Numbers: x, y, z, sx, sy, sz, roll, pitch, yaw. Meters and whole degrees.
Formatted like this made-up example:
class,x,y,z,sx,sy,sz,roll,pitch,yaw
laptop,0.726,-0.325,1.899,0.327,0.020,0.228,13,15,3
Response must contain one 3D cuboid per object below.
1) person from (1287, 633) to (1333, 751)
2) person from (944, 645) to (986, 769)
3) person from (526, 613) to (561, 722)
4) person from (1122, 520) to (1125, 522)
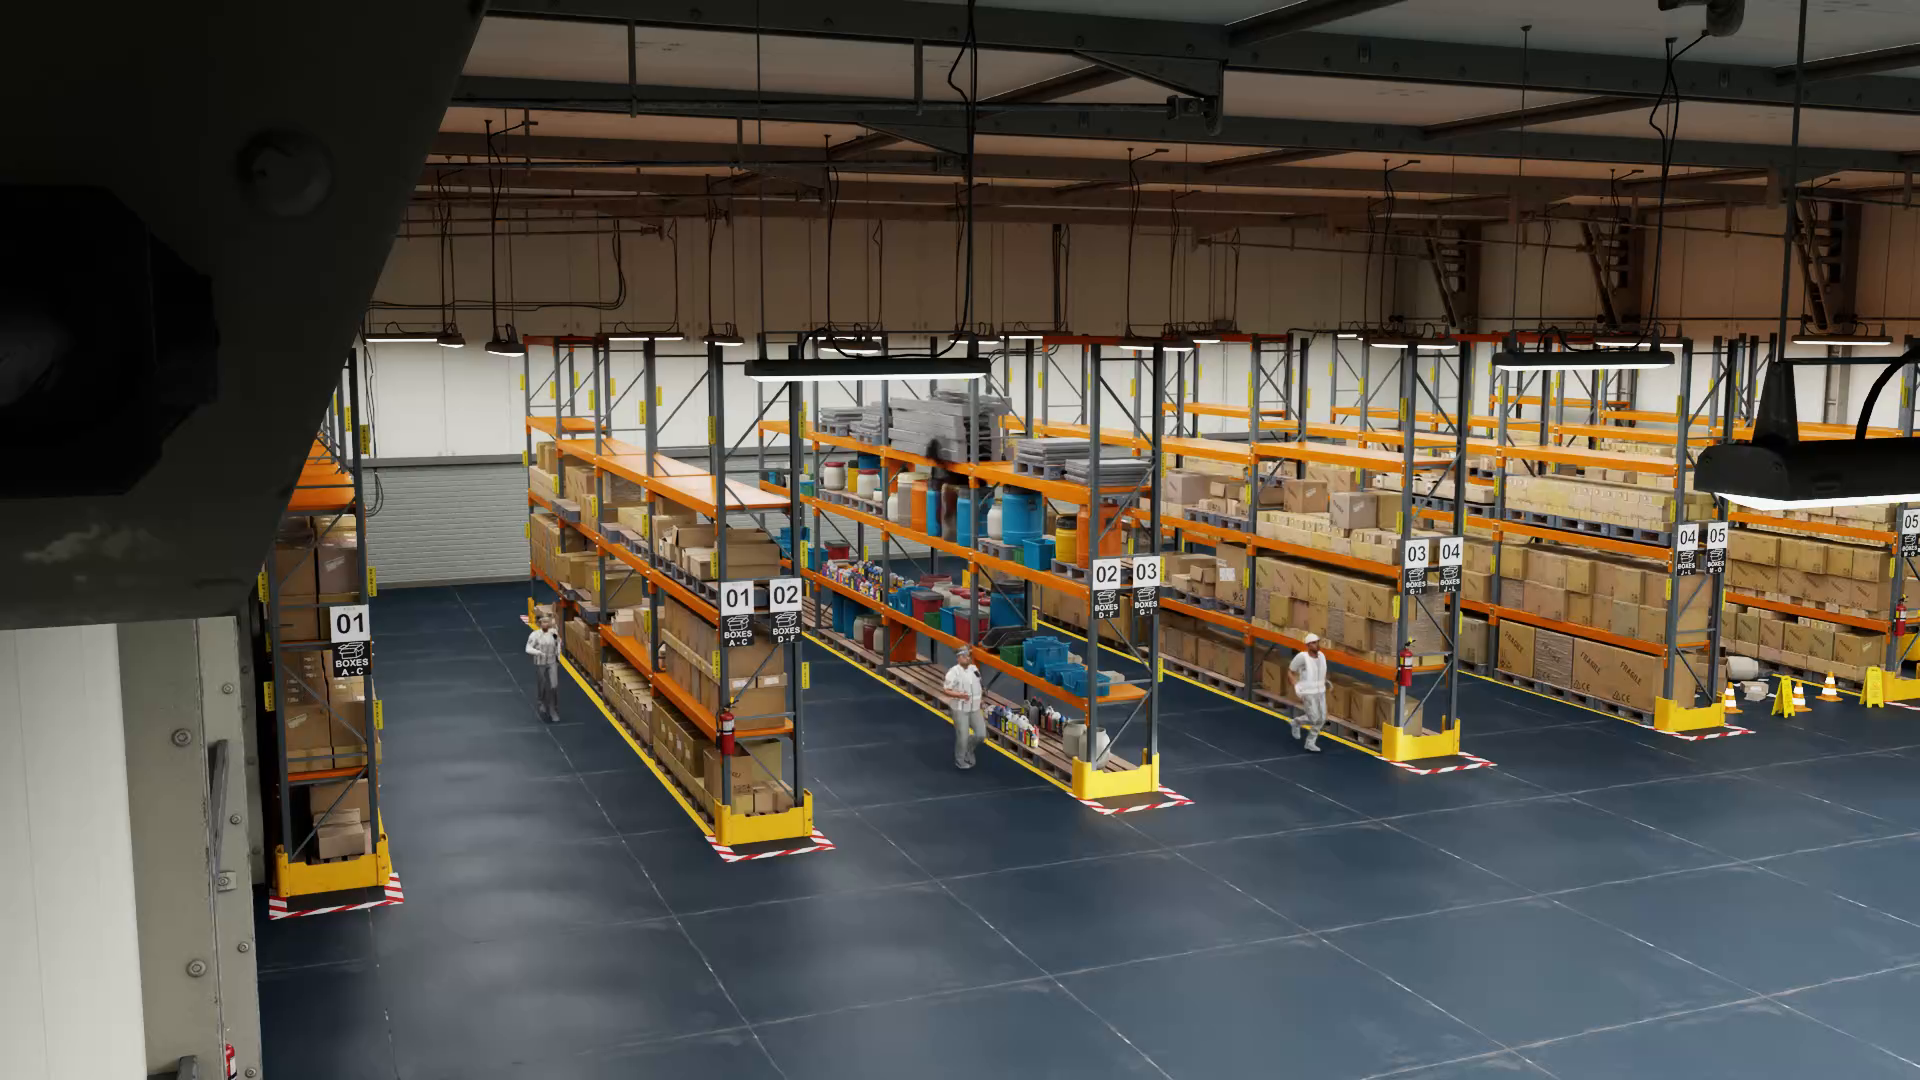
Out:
class,x,y,z,sx,sy,sz,roll,pitch,yaw
person,5.153,2.229,24.415,0.688,1.735,0.600,-4,9,-28
person,0.120,2.341,23.133,0.649,1.750,0.619,-4,9,-27
person,-6.586,2.004,26.385,0.593,1.753,0.755,-3,8,-22
person,3.816,0.105,40.674,0.750,1.775,0.817,5,9,33
